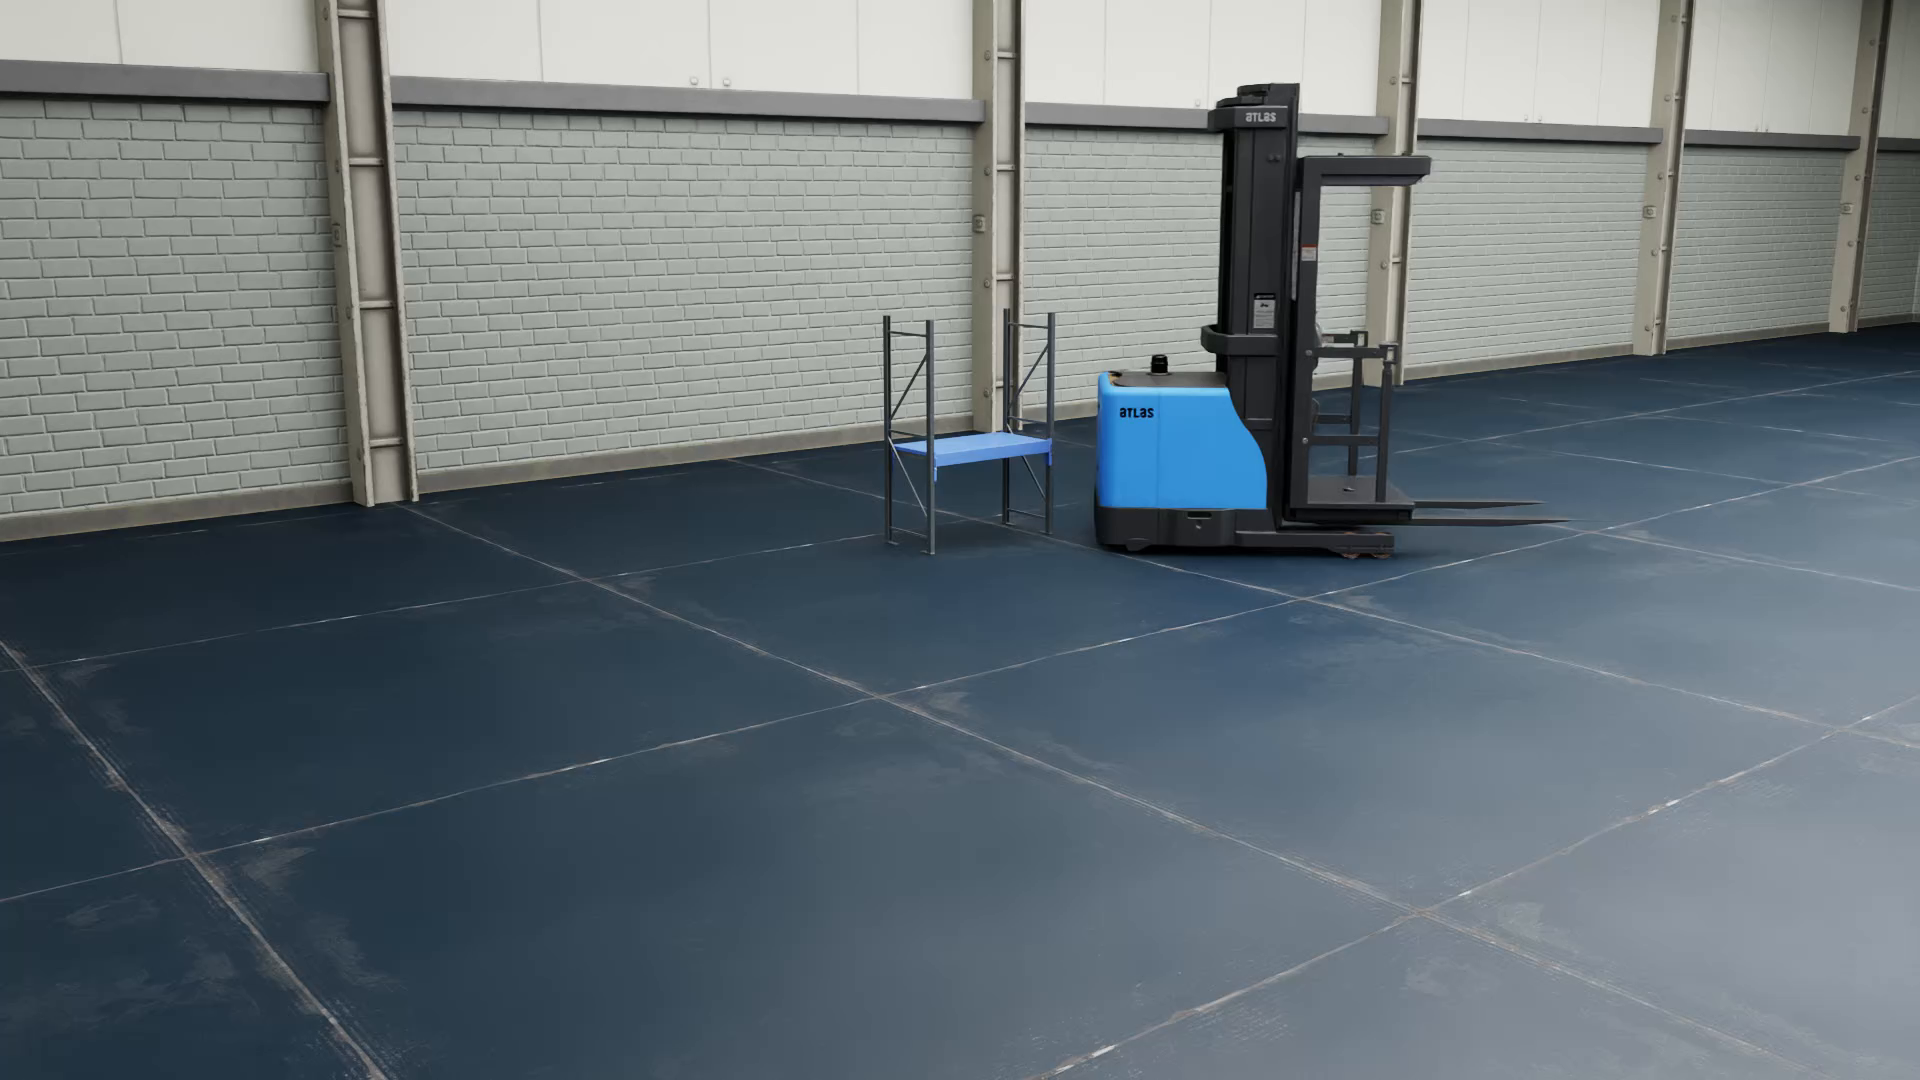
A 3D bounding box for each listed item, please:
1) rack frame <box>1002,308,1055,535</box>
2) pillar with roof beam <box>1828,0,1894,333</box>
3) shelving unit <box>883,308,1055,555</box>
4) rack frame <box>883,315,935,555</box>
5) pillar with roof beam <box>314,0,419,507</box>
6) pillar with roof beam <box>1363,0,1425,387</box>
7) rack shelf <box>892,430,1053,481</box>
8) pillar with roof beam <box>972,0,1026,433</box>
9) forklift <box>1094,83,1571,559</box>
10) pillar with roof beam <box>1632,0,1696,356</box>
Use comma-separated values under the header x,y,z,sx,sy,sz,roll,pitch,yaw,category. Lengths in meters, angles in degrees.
x,y,z,sx,sy,sz,roll,pitch,yaw,category
0.464,-0.811,11.336,0.032,1.500,0.500,-9,15,-38,rack frame
17.106,-7.114,22.967,0.400,9.000,9.100,-9,15,-38,pillar with roof beam
0.067,-0.745,11.025,1.048,1.500,0.538,-9,15,-38,shelving unit
-0.330,-0.679,10.714,0.032,1.500,0.500,-9,15,-38,rack frame
-1.634,-4.000,8.301,0.400,9.000,9.100,-9,15,-38,pillar with roof beam
7.736,-5.557,15.634,0.400,9.000,9.100,-9,15,-38,pillar with roof beam
0.067,-0.569,11.062,1.000,0.185,0.538,-9,15,-38,rack shelf
3.051,-4.778,11.967,0.400,9.000,9.100,-9,15,-38,pillar with roof beam
2.422,-1.428,10.799,3.031,2.935,1.130,1,12,3,forklift
12.421,-6.335,19.300,0.400,9.000,9.100,-9,15,-38,pillar with roof beam
